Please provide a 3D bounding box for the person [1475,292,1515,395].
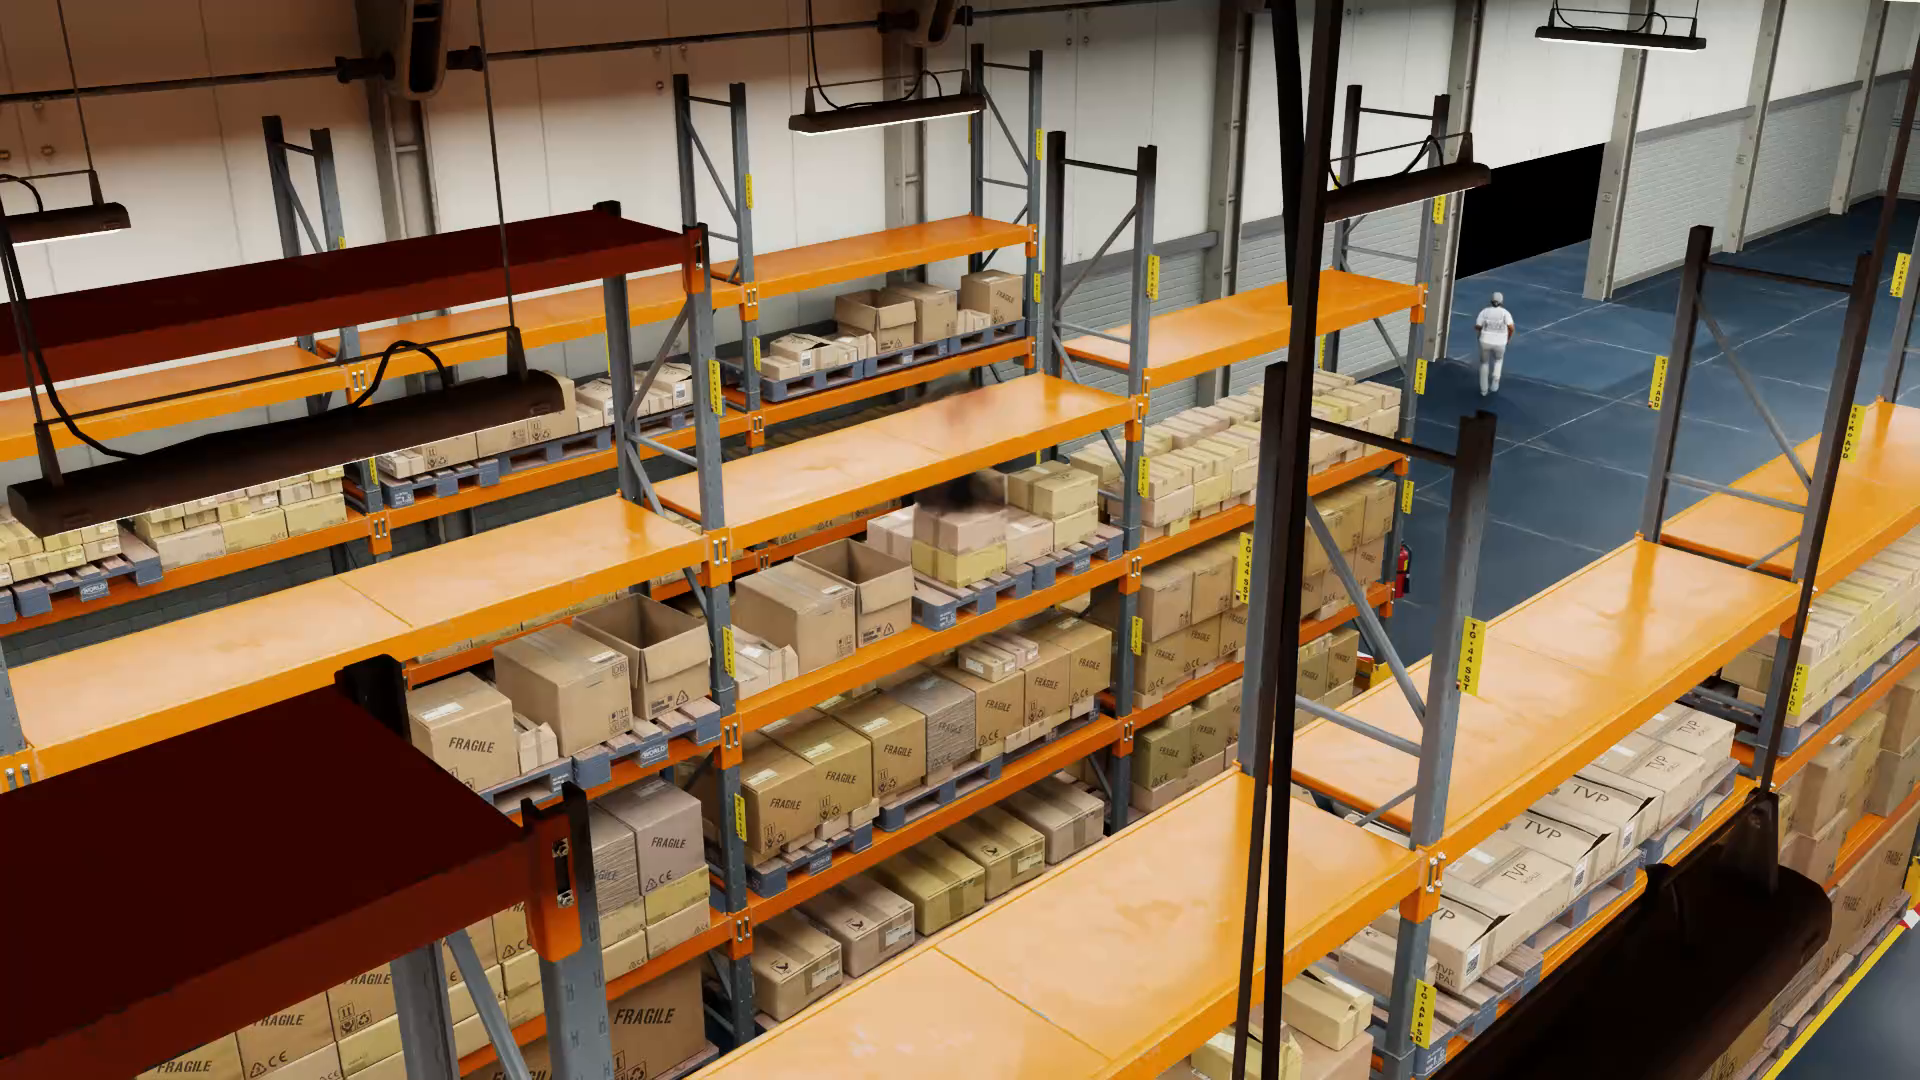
[{"bbox_3d":[8.426,-3.125,26.273,0.593,1.626,0.574,7,24,17],"label":"person"}]
